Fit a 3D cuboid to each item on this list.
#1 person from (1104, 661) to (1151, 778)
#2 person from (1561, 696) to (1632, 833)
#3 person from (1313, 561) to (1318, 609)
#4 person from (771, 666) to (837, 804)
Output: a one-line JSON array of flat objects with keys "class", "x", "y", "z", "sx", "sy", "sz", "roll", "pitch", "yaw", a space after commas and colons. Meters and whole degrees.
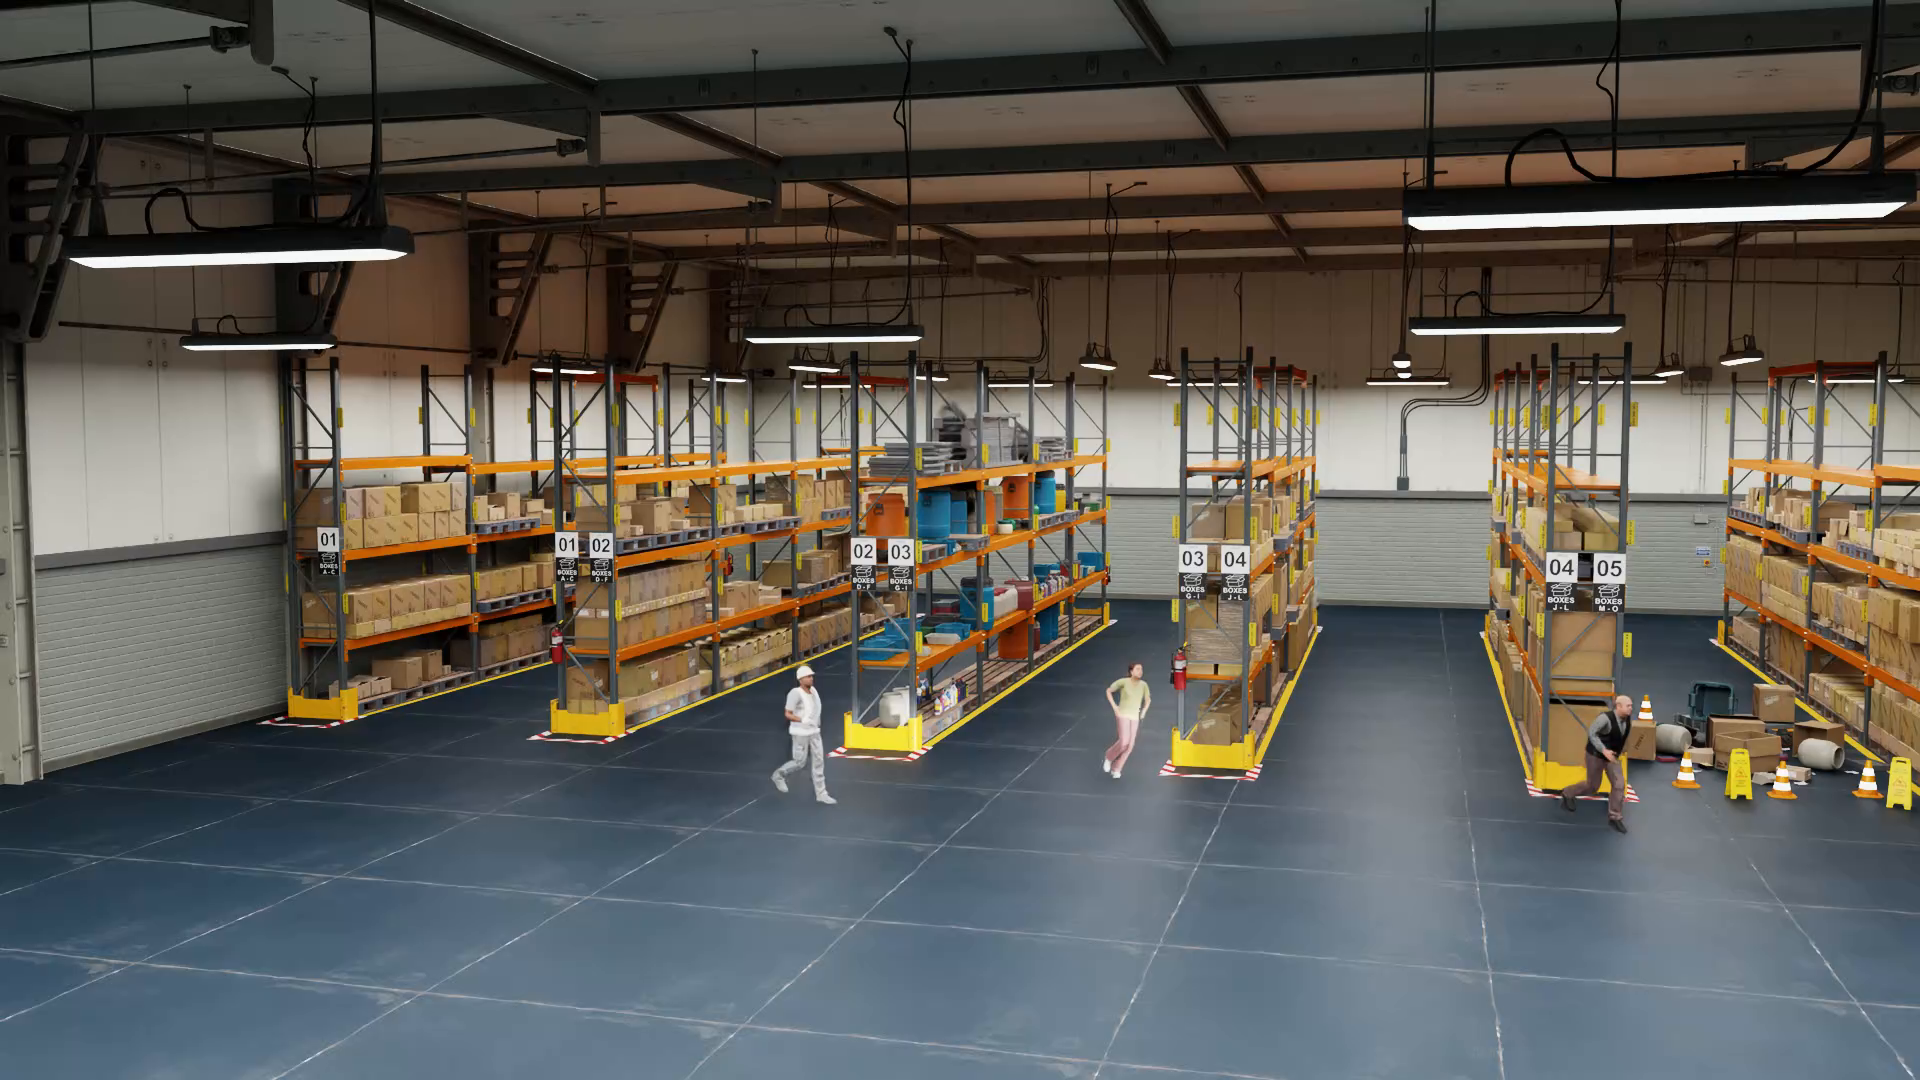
[{"class": "person", "x": 2.368, "y": 2.500, "z": 23.212, "sx": 0.638, "sy": 1.610, "sz": 0.515, "roll": -2, "pitch": 5, "yaw": -21}, {"class": "person", "x": 7.852, "y": 2.695, "z": 20.473, "sx": 0.686, "sy": 1.680, "sz": 0.994, "roll": -3, "pitch": 5, "yaw": -33}, {"class": "person", "x": 8.353, "y": 1.271, "z": 40.192, "sx": 0.616, "sy": 1.622, "sz": 0.630, "roll": 3, "pitch": 5, "yaw": 33}, {"class": "person", "x": -2.030, "y": 2.520, "z": 21.605, "sx": 0.991, "sy": 1.776, "sz": 0.677, "roll": 3, "pitch": 5, "yaw": 33}]
